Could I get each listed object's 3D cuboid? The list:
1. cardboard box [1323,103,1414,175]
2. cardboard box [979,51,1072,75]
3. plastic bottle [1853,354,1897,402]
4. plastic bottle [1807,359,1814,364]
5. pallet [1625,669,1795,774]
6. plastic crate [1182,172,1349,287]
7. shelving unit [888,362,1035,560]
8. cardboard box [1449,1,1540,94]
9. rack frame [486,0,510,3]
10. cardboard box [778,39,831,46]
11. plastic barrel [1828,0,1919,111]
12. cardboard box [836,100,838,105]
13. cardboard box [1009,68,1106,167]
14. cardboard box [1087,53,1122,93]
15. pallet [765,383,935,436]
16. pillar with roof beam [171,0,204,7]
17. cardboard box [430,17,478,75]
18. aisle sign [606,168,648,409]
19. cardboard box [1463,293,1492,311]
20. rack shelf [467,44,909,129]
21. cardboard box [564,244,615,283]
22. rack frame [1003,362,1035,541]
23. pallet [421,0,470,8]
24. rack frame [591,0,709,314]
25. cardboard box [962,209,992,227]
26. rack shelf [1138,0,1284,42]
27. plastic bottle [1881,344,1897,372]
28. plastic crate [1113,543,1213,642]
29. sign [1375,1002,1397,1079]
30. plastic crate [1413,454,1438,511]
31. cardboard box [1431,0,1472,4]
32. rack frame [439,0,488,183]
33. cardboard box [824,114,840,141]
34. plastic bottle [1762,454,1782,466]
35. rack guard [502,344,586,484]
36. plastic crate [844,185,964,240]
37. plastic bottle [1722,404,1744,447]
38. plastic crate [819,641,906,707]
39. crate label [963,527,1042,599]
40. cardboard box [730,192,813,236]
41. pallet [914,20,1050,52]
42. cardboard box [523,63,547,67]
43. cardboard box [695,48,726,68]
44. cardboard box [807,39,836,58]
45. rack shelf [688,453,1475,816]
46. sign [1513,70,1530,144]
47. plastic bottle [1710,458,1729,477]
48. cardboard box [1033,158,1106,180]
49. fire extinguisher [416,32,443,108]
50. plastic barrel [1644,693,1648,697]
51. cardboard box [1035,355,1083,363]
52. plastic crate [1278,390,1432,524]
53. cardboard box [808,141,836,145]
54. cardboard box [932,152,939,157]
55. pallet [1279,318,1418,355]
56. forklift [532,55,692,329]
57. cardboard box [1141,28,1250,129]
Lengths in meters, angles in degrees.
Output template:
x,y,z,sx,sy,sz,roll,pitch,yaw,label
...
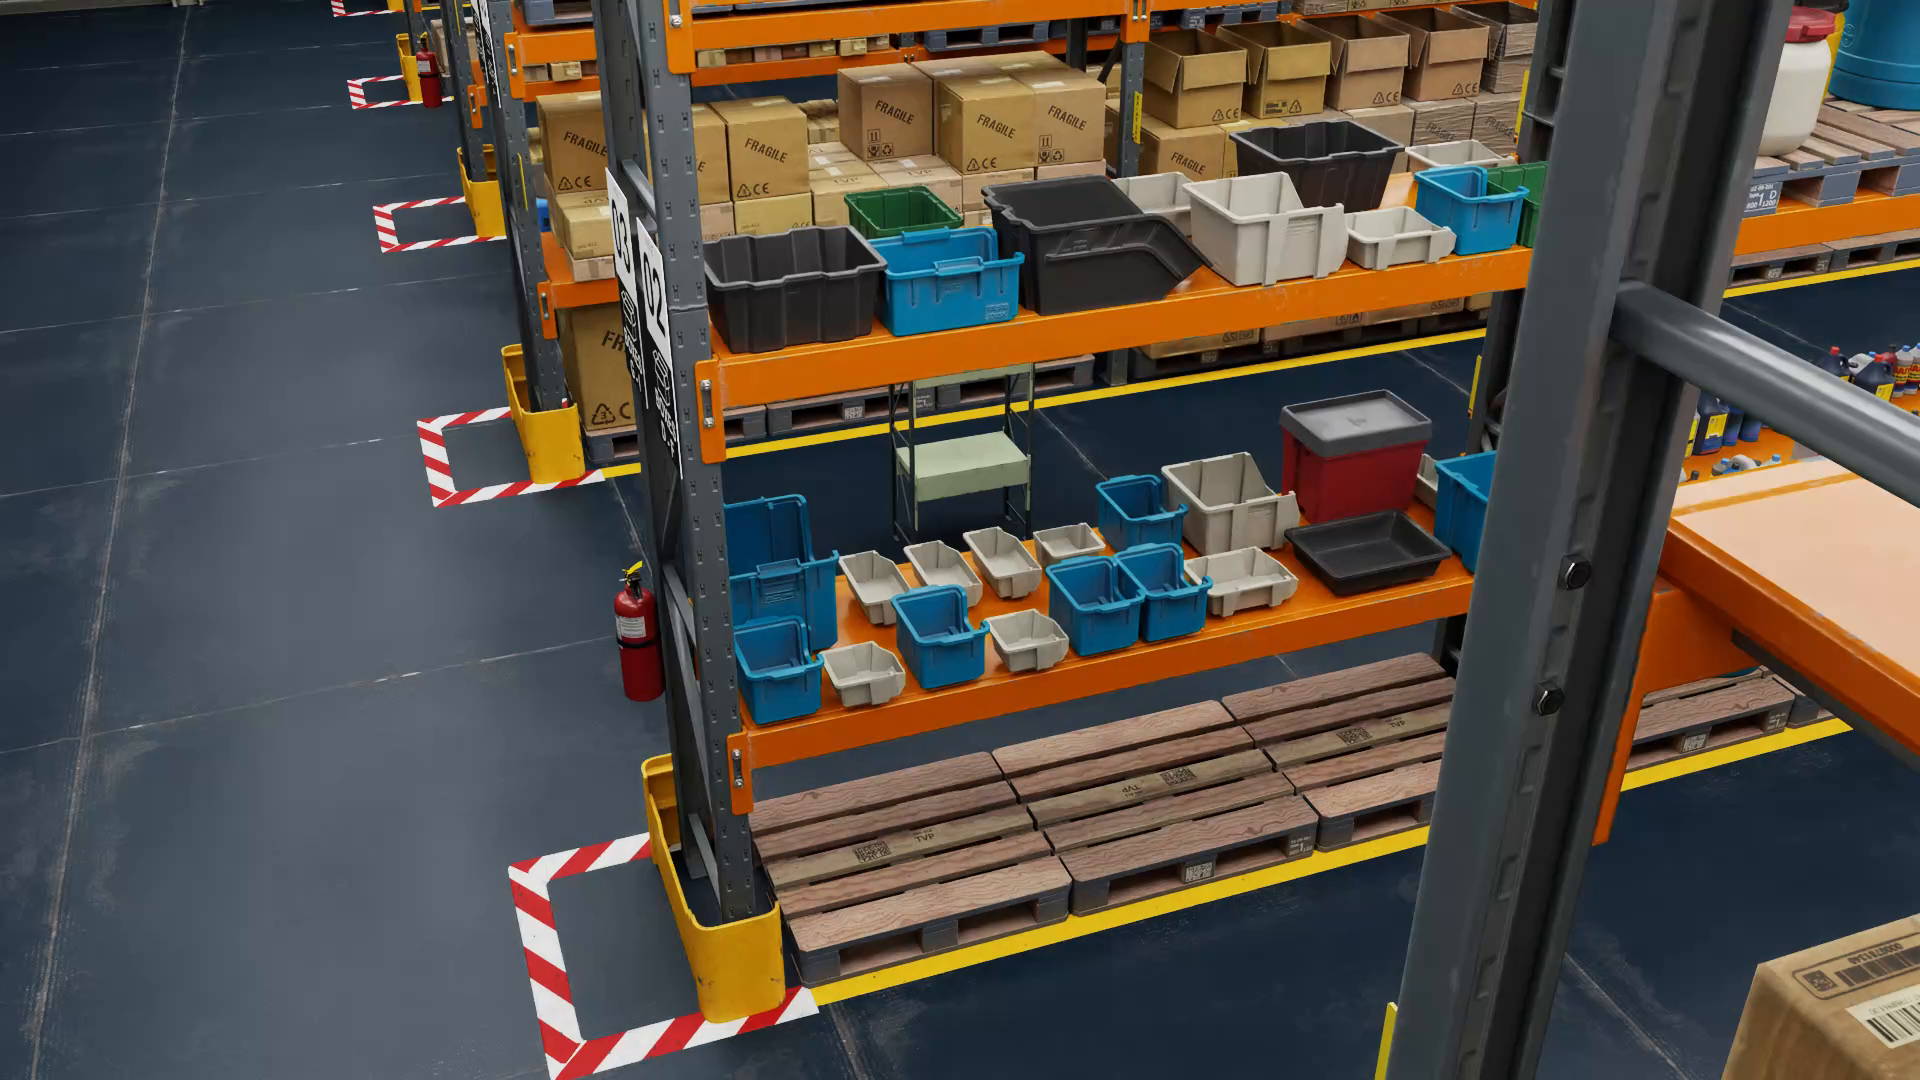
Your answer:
x,y,z,sx,sy,sz,roll,pitch,yaw,label
2.921,-2.920,12.095,0.500,0.500,0.500,-10,31,-17,cardboard box
0.442,-3.074,11.560,0.500,0.500,0.500,-10,31,-18,cardboard box
4.666,-0.782,8.493,0.185,0.351,0.144,-10,31,-18,plastic bottle
4.324,-0.792,8.579,0.133,0.283,0.061,-10,31,-18,plastic bottle
3.445,0.747,8.576,1.213,0.211,1.003,-10,31,-18,pallet
1.143,-1.151,6.181,0.530,0.282,0.437,-10,31,-18,plastic crate
0.006,-0.653,9.731,0.755,1.500,0.431,-10,31,-18,shelving unit
4.038,-3.699,12.449,0.637,0.503,0.797,-9,31,-16,cardboard box
-2.769,-4.565,9.022,0.127,3.000,1.000,-10,31,-18,rack frame
-1.496,-4.836,15.157,0.500,0.500,0.500,-11,32,-19,cardboard box
4.254,-2.420,7.357,0.708,0.901,0.600,-10,31,-18,plastic barrel
-1.050,-4.206,16.307,0.250,0.149,0.380,-9,31,-16,cardboard box
0.643,-2.835,11.140,0.500,0.500,0.500,-10,31,-16,cardboard box
1.594,-4.667,16.606,0.500,0.250,0.500,-10,31,-16,cardboard box
-0.905,-1.129,11.870,1.213,0.211,1.003,-10,31,-18,pallet
-9.299,-9.420,17.544,0.400,9.000,9.100,-10,31,-18,pillar with roof beam
-5.640,-5.785,19.389,0.875,0.438,0.875,-12,32,-19,cardboard box
-1.211,-0.913,6.047,0.004,0.787,0.394,-10,31,-18,aisle sign
4.075,-2.489,13.161,0.875,0.875,1.225,-12,32,-20,cardboard box
-2.529,-4.309,15.361,4.000,0.370,1.077,-10,31,-18,rack shelf
-2.321,-1.757,10.408,0.250,0.149,0.380,-10,31,-17,cardboard box
0.349,-0.716,9.842,0.023,1.500,0.400,-10,31,-18,rack frame
-7.140,-7.797,23.574,1.213,0.211,1.003,-10,31,-18,pallet
-1.042,-2.267,4.988,0.127,3.000,1.000,-10,31,-18,rack frame
0.086,-2.201,11.188,0.250,0.149,0.380,-10,31,-17,cardboard box
2.855,-3.984,11.760,4.000,0.370,1.077,-10,31,-18,rack shelf
4.839,-0.887,8.745,0.133,0.283,0.061,-10,31,-18,plastic bottle
0.820,0.218,6.797,0.300,0.233,0.416,-10,31,-18,plastic crate
0.507,0.690,1.935,0.005,0.325,0.100,-10,31,-18,sign
2.221,-0.248,7.711,0.243,0.136,0.396,-10,31,-18,plastic crate
5.025,-5.914,17.350,0.500,0.500,0.500,-11,31,-18,cardboard box
-4.403,-4.277,14.577,0.127,3.000,1.000,-10,31,-18,rack frame
-1.123,-3.925,15.814,0.250,0.149,0.380,-10,31,-17,cardboard box
3.735,-0.268,7.671,0.097,0.271,0.097,0,30,0,plastic bottle
-2.791,-0.868,11.118,0.348,0.500,1.175,-10,31,-18,rack guard
-0.217,-1.174,6.315,0.336,0.188,0.450,-10,31,-18,plastic crate
3.840,-0.608,8.268,0.097,0.271,0.097,0,30,0,plastic bottle
-0.366,0.522,6.360,0.298,0.136,0.250,-10,31,-18,plastic crate
0.189,0.101,7.099,0.243,0.136,0.396,-10,31,-18,crate label
-1.268,-2.157,10.708,0.500,0.250,0.500,-11,32,-19,cardboard box
0.113,-4.948,15.949,1.213,0.211,1.003,-10,31,-18,pallet
-3.886,-4.399,14.389,0.500,0.500,0.500,-9,31,-15,cardboard box
-2.281,-4.397,15.041,0.250,0.149,0.380,-10,31,-17,cardboard box
-1.315,-4.587,15.375,0.250,0.149,0.380,-9,31,-16,cardboard box
0.833,0.307,7.258,4.000,0.370,1.077,-10,31,-18,rack shelf
2.517,-1.913,7.389,0.005,0.325,0.100,-10,31,-18,sign
3.556,-0.285,7.771,0.097,0.201,0.097,0,30,0,plastic bottle
0.658,-2.514,11.335,0.500,0.250,0.500,-11,31,-19,cardboard box
-4.800,-4.252,14.988,0.183,0.674,0.296,-10,31,-18,fire extinguisher
3.223,0.293,8.252,0.708,0.901,0.600,-10,31,-18,plastic barrel
0.334,-1.831,12.006,0.875,0.875,0.875,-10,31,-18,cardboard box
1.783,-0.367,7.588,0.583,0.464,0.402,-10,31,-18,plastic crate
-1.333,-3.731,15.775,0.250,0.149,0.380,-12,32,-19,cardboard box
-0.019,-2.669,11.607,0.500,0.250,0.500,-11,31,-18,cardboard box
2.823,-1.817,13.077,1.213,0.211,1.003,-10,31,-18,pallet
-2.006,-3.334,12.991,3.031,2.935,1.130,-11,32,-19,forklift
1.576,-3.242,11.646,0.637,0.503,0.797,-11,32,-19,cardboard box
